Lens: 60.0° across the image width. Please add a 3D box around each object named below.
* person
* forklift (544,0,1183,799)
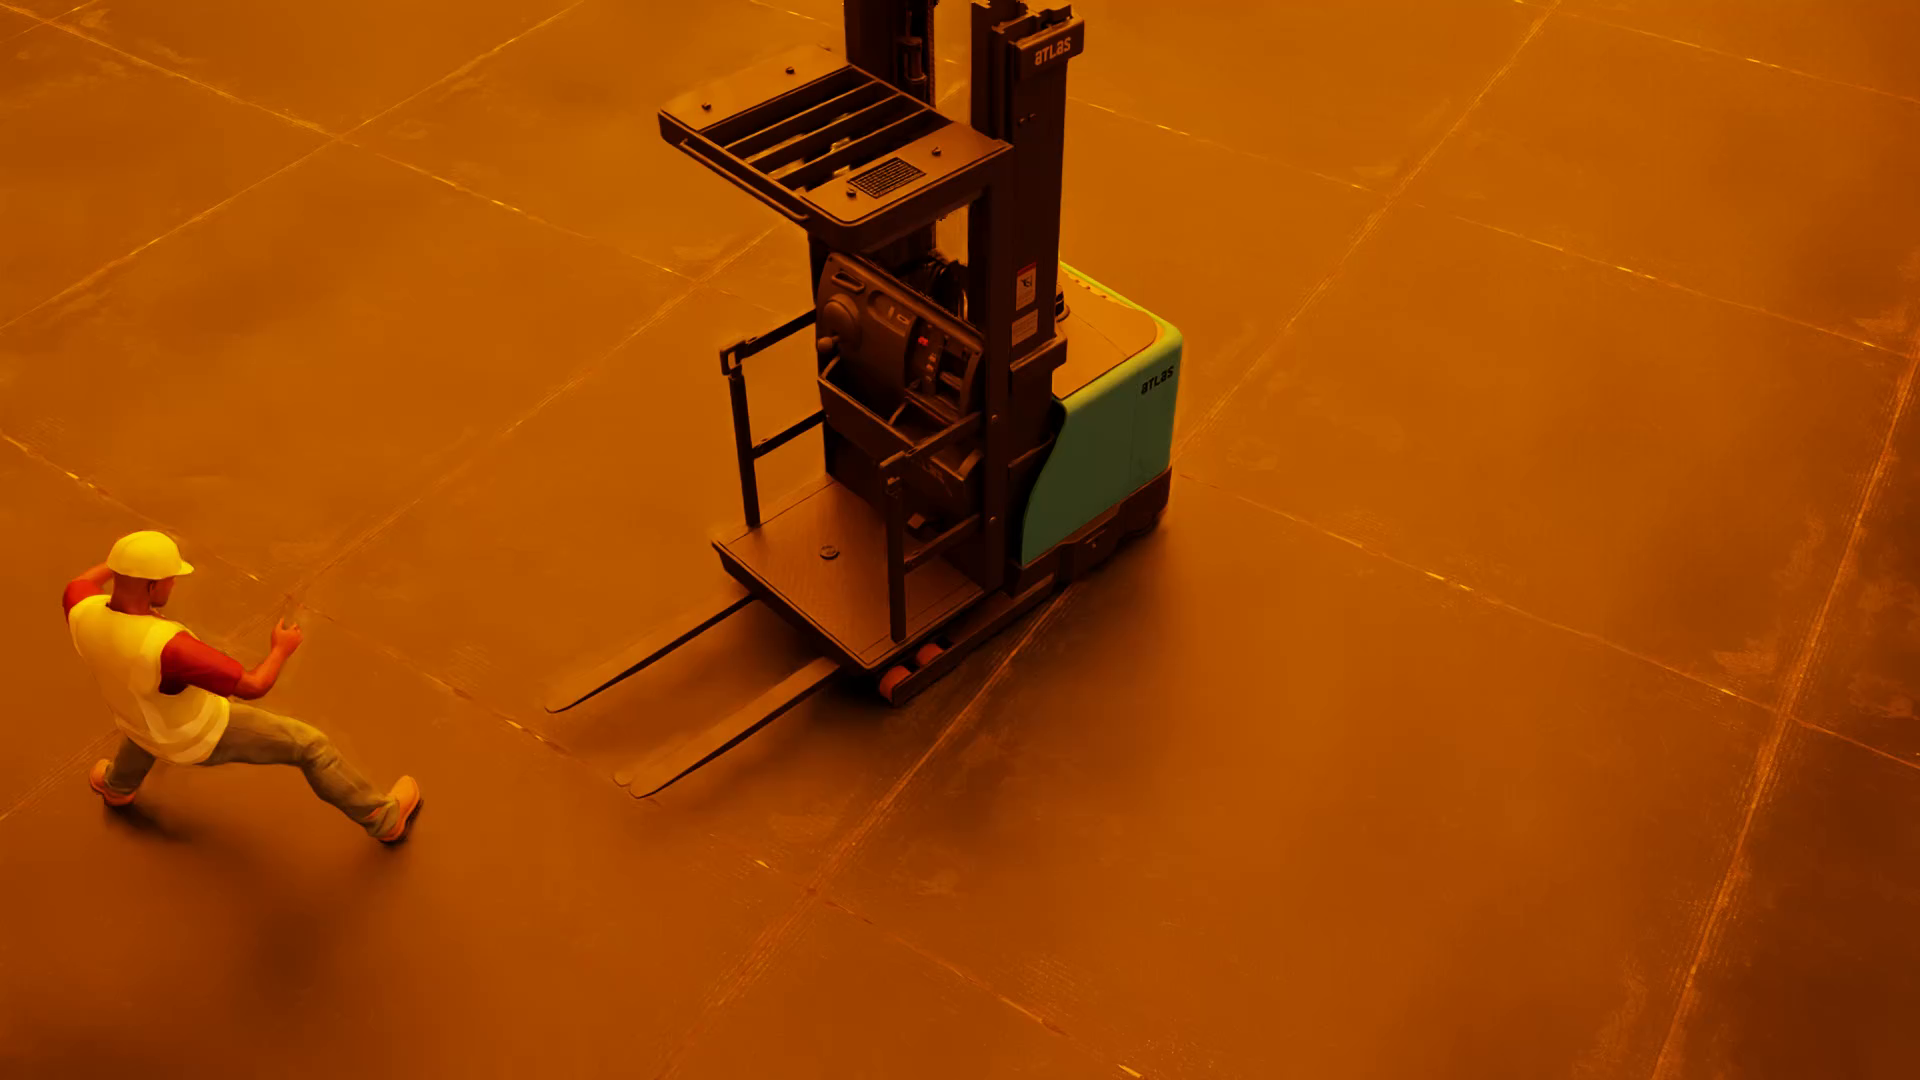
[{"bbox_3d":[-2.890,0.500,6.327,1.312,1.547,0.724,21,47,20],"label":"person"},{"bbox_3d":[-0.407,-0.759,6.649,3.031,2.935,1.130,-33,53,-30],"label":"forklift"}]
